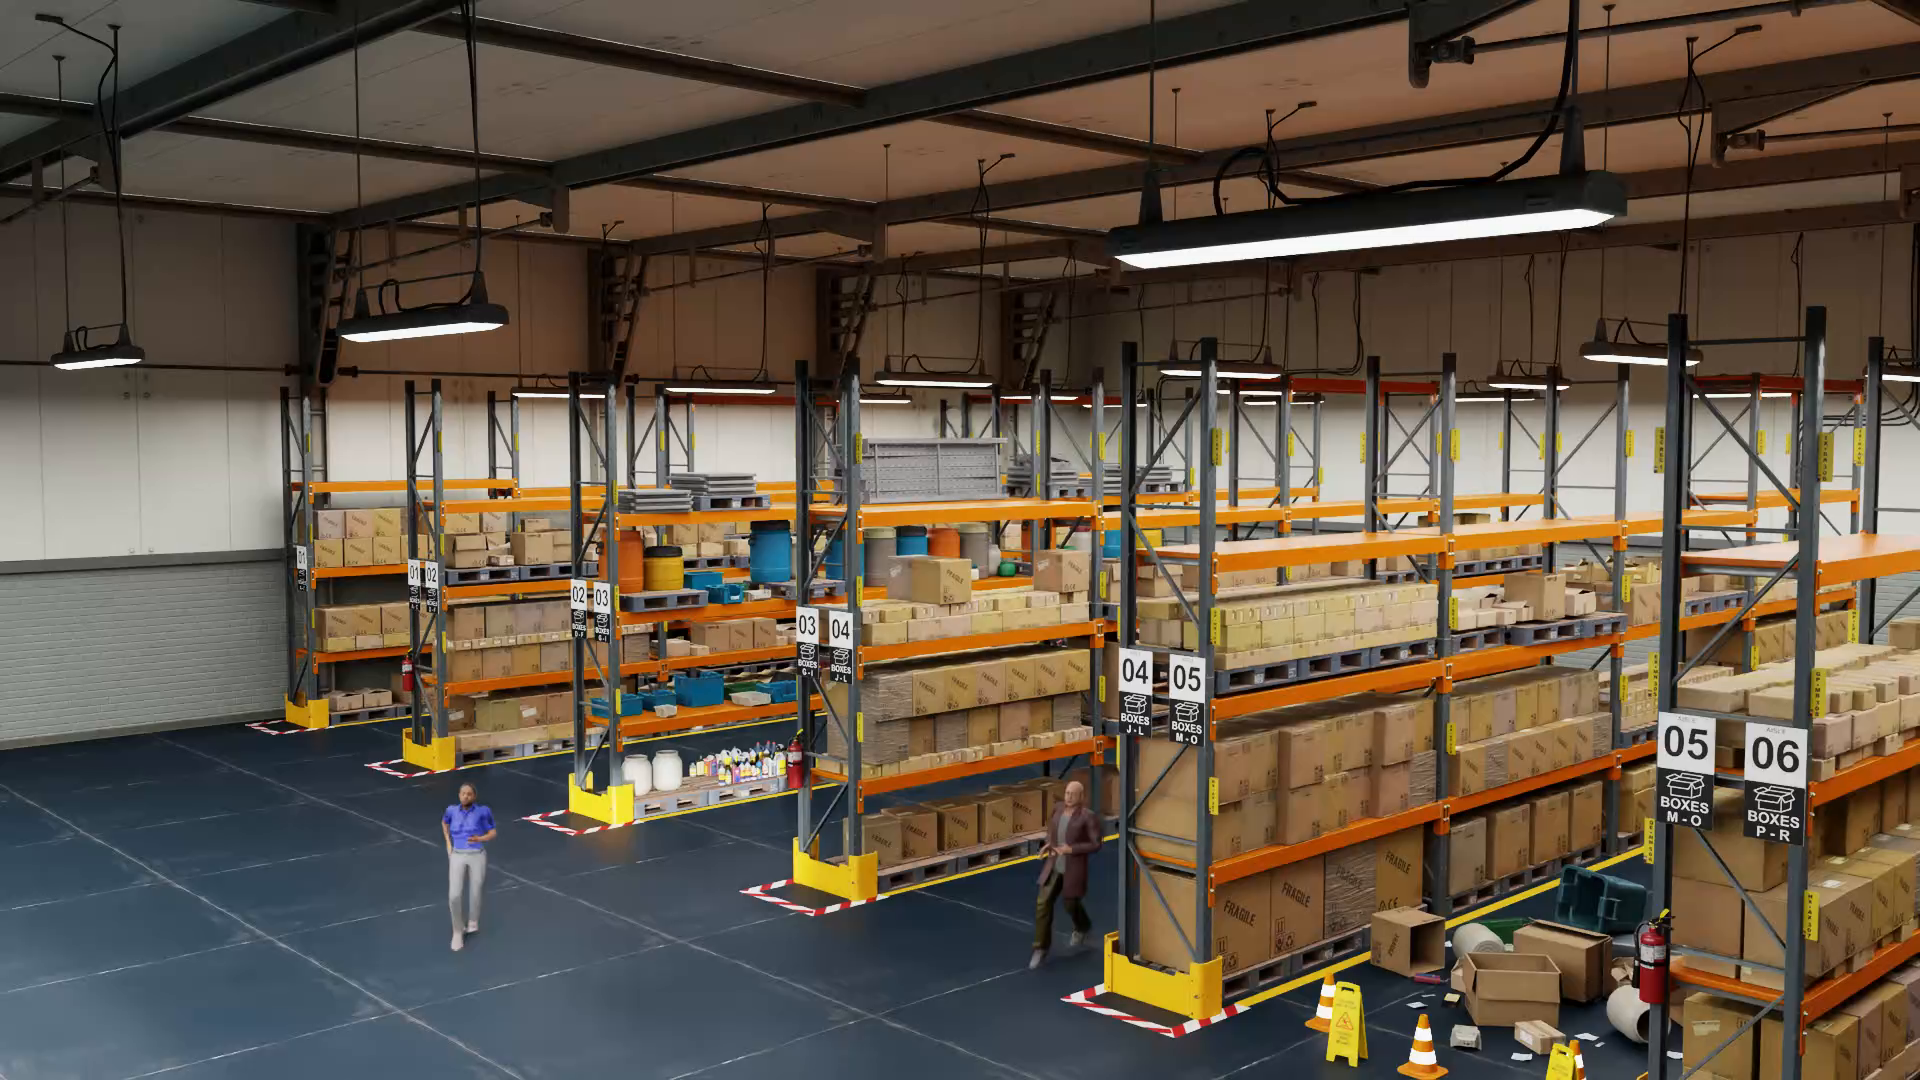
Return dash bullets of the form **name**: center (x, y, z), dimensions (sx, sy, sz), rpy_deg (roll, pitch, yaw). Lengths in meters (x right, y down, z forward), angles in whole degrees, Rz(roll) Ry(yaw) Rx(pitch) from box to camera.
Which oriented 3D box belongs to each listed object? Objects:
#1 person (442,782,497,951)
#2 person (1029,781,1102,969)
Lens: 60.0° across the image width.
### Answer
- **person**: center (-4.974, 3.278, 16.873), dimensions (0.556, 1.689, 0.765), rpy_deg (-1, 4, -12)
- **person**: center (1.099, 3.352, 16.329), dimensions (0.724, 1.610, 0.982), rpy_deg (3, 4, 35)
